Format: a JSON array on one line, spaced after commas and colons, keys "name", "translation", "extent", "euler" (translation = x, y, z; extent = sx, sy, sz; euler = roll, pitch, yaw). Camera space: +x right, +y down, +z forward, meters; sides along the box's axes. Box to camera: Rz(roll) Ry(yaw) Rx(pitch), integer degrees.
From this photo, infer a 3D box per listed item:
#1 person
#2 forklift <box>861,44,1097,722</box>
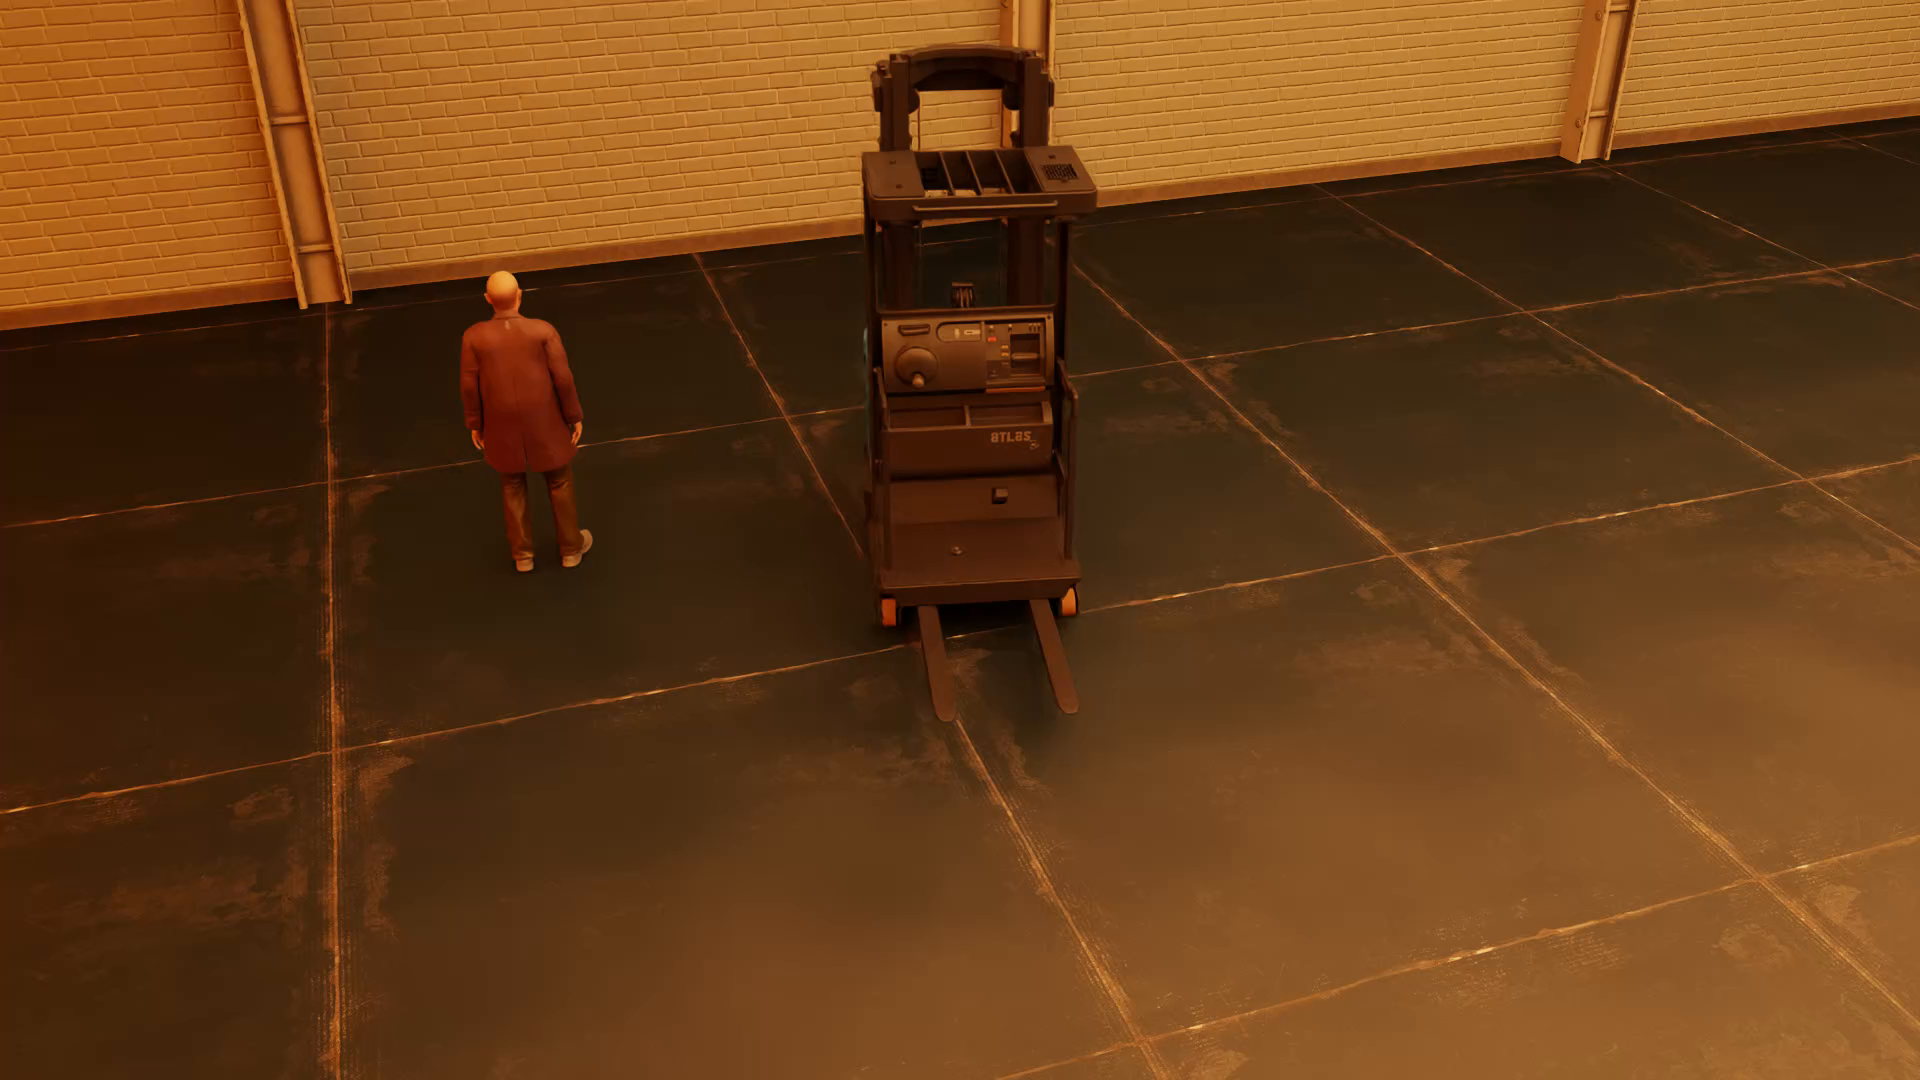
[{"name": "person", "translation": [-2.457, -0.660, 9.396], "extent": [0.654, 1.772, 0.435], "euler": [-4, 30, -7]}, {"name": "forklift", "translation": [0.071, -0.968, 8.769], "extent": [1.130, 2.935, 3.031], "euler": [-3, 30, -5]}]
